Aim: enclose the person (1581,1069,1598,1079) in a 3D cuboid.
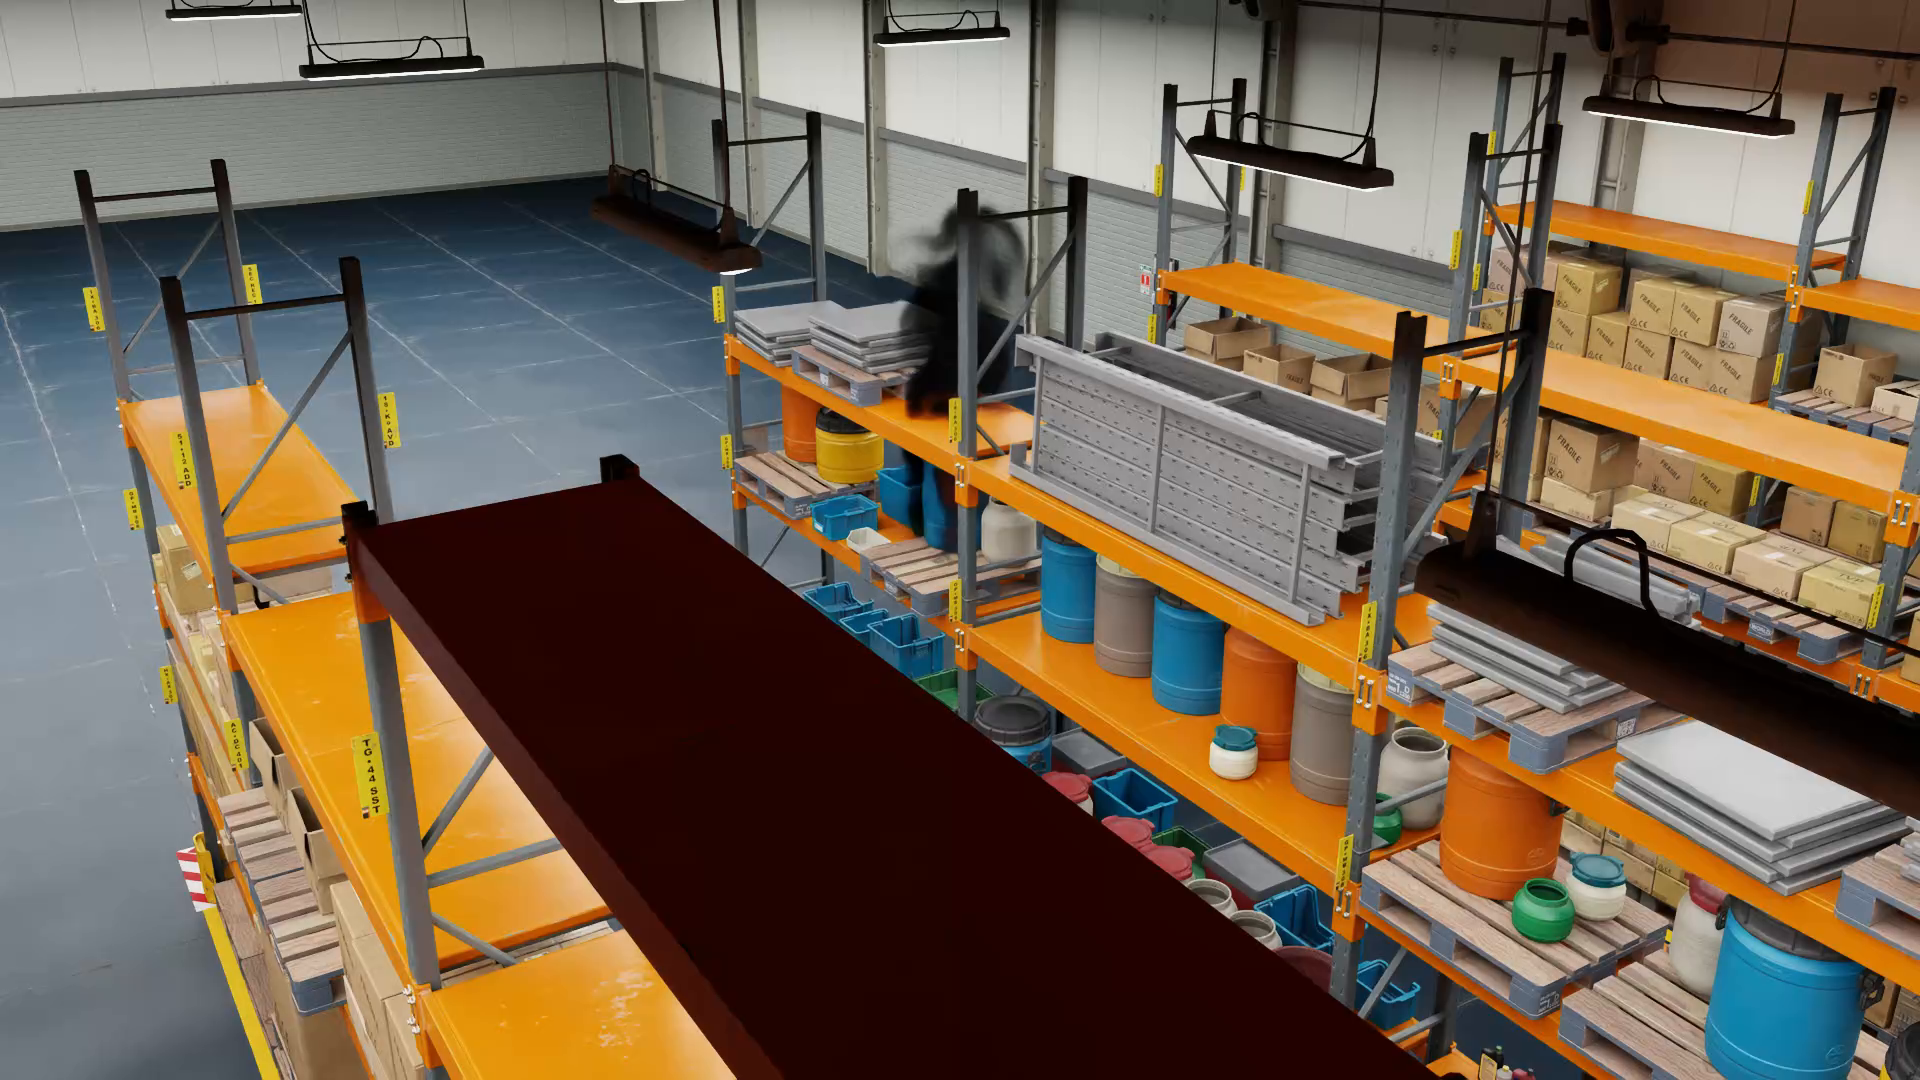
[{"bbox_3d":[4.225,3.323,10.742,0.677,1.794,0.769,-10,24,-23],"label":"person"}]
